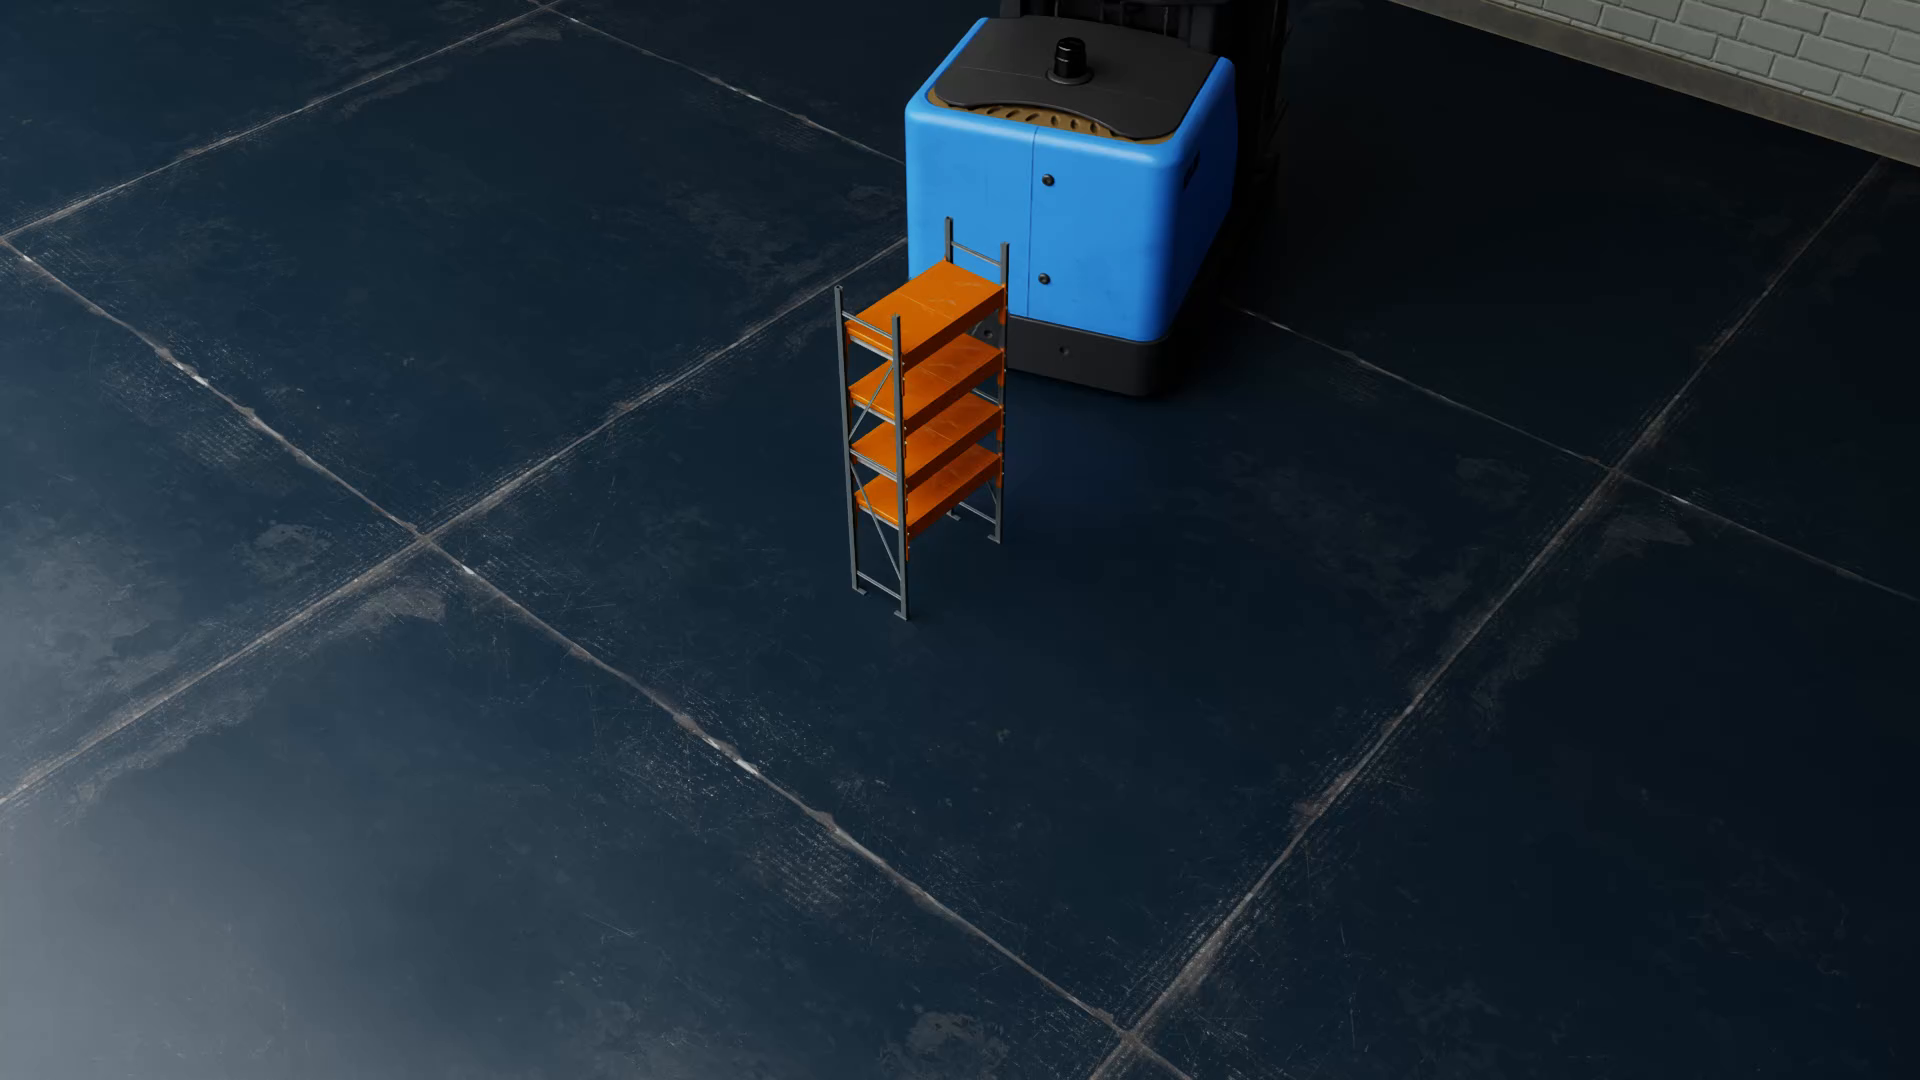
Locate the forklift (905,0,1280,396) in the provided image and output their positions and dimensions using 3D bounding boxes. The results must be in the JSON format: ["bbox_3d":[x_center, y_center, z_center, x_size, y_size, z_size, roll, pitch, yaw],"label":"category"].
[{"bbox_3d":[0.594,-2.258,6.102,1.129,2.867,1.939,14,44,15],"label":"forklift"}]

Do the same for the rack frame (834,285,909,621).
[{"bbox_3d":[-0.264,-0.233,5.114,0.240,1.200,0.015,29,50,28],"label":"rack frame"}]

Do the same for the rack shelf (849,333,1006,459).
[{"bbox_3d":[-0.107,-0.474,5.147,0.258,0.148,0.480,29,50,28],"label":"rack shelf"}]

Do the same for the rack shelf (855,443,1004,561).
[{"bbox_3d":[-0.107,-0.162,5.431,0.258,0.148,0.480,29,50,28],"label":"rack shelf"}]

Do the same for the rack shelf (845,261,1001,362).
[{"bbox_3d":[-0.107,-0.678,4.962,0.221,0.050,0.457,29,50,28],"label":"rack shelf"}]

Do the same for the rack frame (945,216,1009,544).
[{"bbox_3d":[0.051,-0.484,5.391,0.240,1.200,0.015,29,50,28],"label":"rack frame"}]
